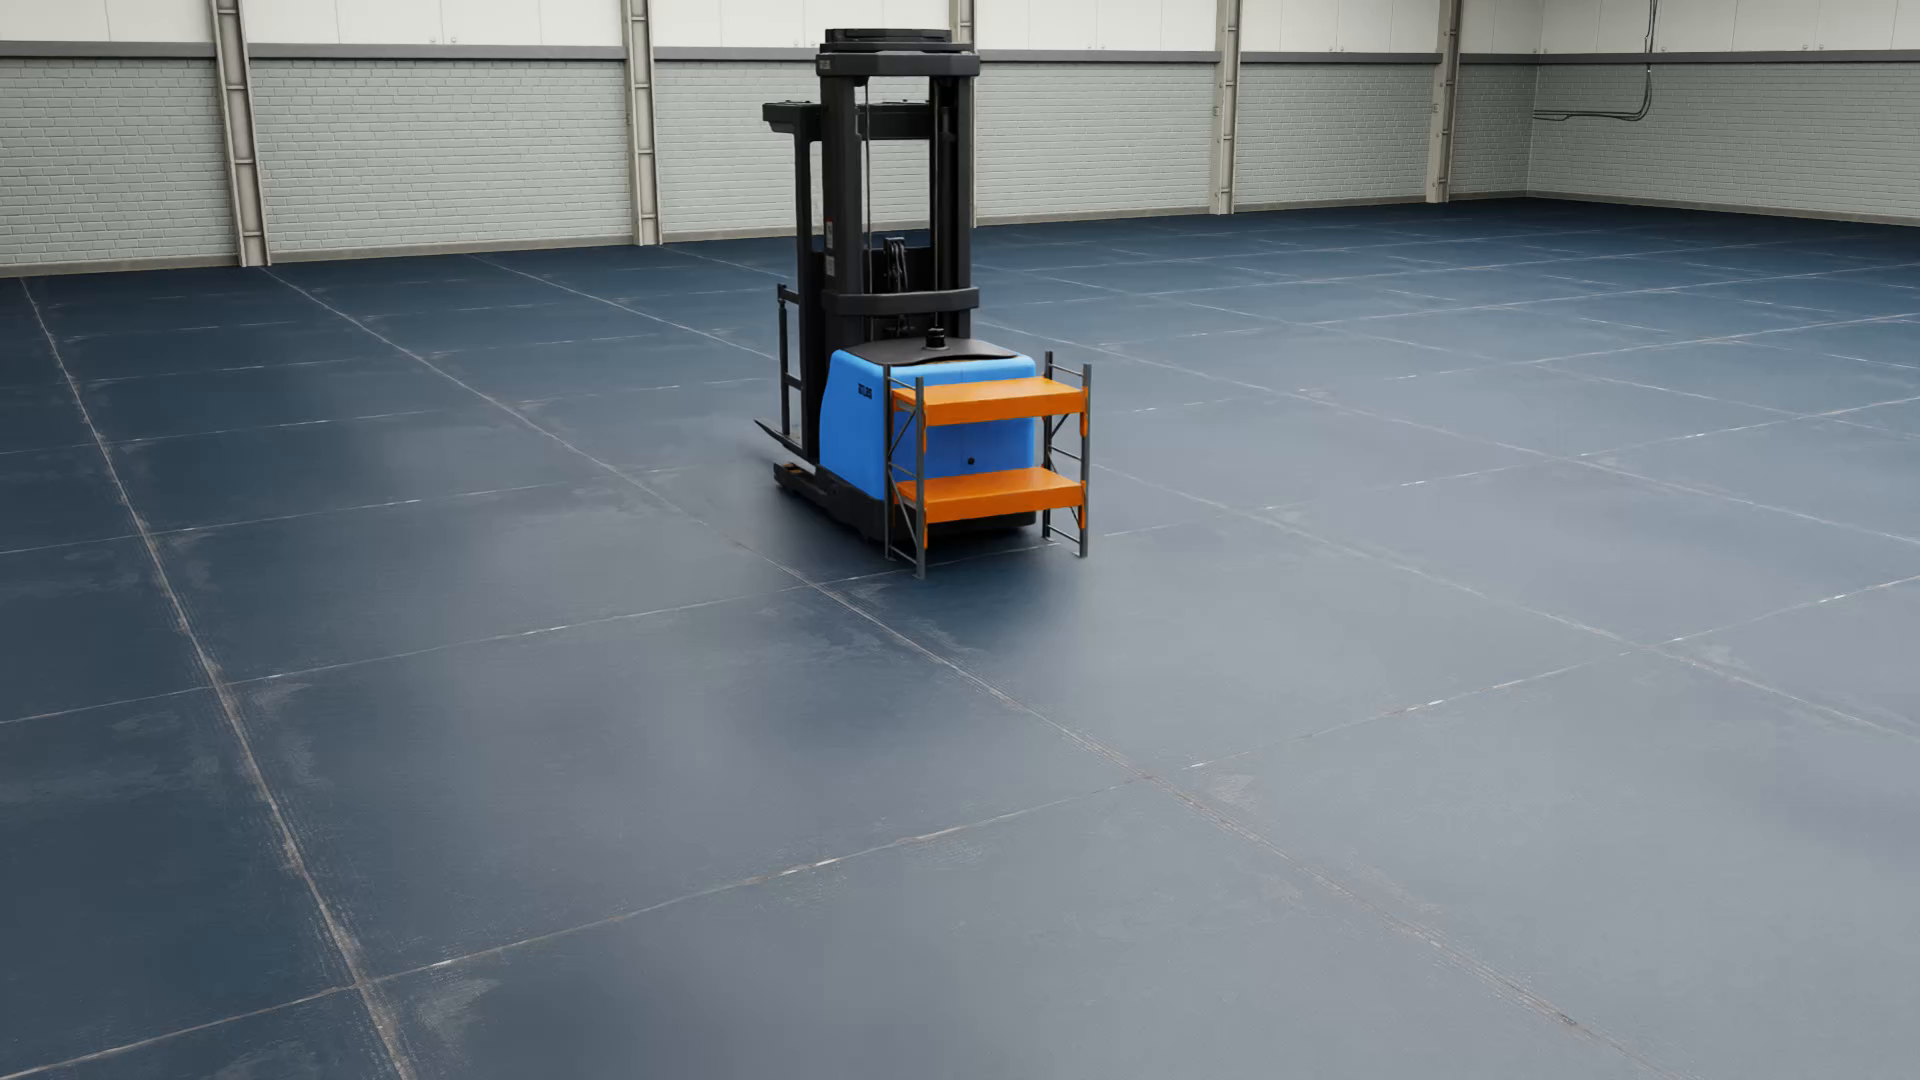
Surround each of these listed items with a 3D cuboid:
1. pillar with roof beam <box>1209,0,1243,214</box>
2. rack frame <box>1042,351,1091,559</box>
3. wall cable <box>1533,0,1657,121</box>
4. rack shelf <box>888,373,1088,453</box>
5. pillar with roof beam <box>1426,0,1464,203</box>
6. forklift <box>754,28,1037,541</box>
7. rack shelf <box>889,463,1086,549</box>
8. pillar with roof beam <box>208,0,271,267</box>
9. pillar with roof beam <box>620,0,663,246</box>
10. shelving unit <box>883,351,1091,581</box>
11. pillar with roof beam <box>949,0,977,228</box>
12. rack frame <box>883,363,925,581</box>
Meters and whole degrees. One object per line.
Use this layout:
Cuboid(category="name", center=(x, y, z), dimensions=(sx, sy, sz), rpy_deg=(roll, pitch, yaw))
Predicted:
Cuboid(category="pillar with roof beam", center=(7.410, -9.831, 28.310), dimensions=(0.400, 9.000, 9.100), rpy_deg=(-9, 18, -30))
Cuboid(category="rack frame", center=(0.612, -0.497, 9.597), dimensions=(0.032, 1.125, 0.500), rpy_deg=(-7, 17, -24))
Cuboid(category="wall cable", center=(13.542, -10.270, 35.627), dimensions=(0.112, 2.526, 3.097), rpy_deg=(-9, 18, -30))
Cuboid(category="rack shelf", center=(0.150, -0.721, 9.312), dimensions=(1.000, 0.278, 0.538), rpy_deg=(-7, 17, -24))
Cuboid(category="pillar with roof beam", center=(12.553, -10.665, 31.285), dimensions=(0.400, 9.000, 9.100), rpy_deg=(-9, 18, -30))
Cuboid(category="forklift", center=(-0.598, -1.755, 10.739), dimensions=(1.130, 2.935, 3.031), rpy_deg=(-7, 17, -23))
Cuboid(category="rack shelf", center=(0.150, -0.203, 9.457), dimensions=(1.000, 0.278, 0.538), rpy_deg=(-7, 17, -24))
Cuboid(category="pillar with roof beam", center=(-8.020, -7.329, 19.384), dimensions=(0.400, 9.000, 9.100), rpy_deg=(-9, 18, -30))
Cuboid(category="pillar with roof beam", center=(-2.877, -8.163, 22.359), dimensions=(0.400, 9.000, 9.100), rpy_deg=(-9, 18, -30))
Cuboid(category="shelving unit", center=(0.150, -0.439, 9.391), dimensions=(1.048, 1.125, 0.538), rpy_deg=(-7, 17, -24))
Cuboid(category="pillar with roof beam", center=(2.267, -8.997, 25.334), dimensions=(0.400, 9.000, 9.100), rpy_deg=(-9, 18, -30))
Cuboid(category="rack frame", center=(-0.311, -0.381, 9.186), dimensions=(0.032, 1.125, 0.500), rpy_deg=(-7, 17, -24))
